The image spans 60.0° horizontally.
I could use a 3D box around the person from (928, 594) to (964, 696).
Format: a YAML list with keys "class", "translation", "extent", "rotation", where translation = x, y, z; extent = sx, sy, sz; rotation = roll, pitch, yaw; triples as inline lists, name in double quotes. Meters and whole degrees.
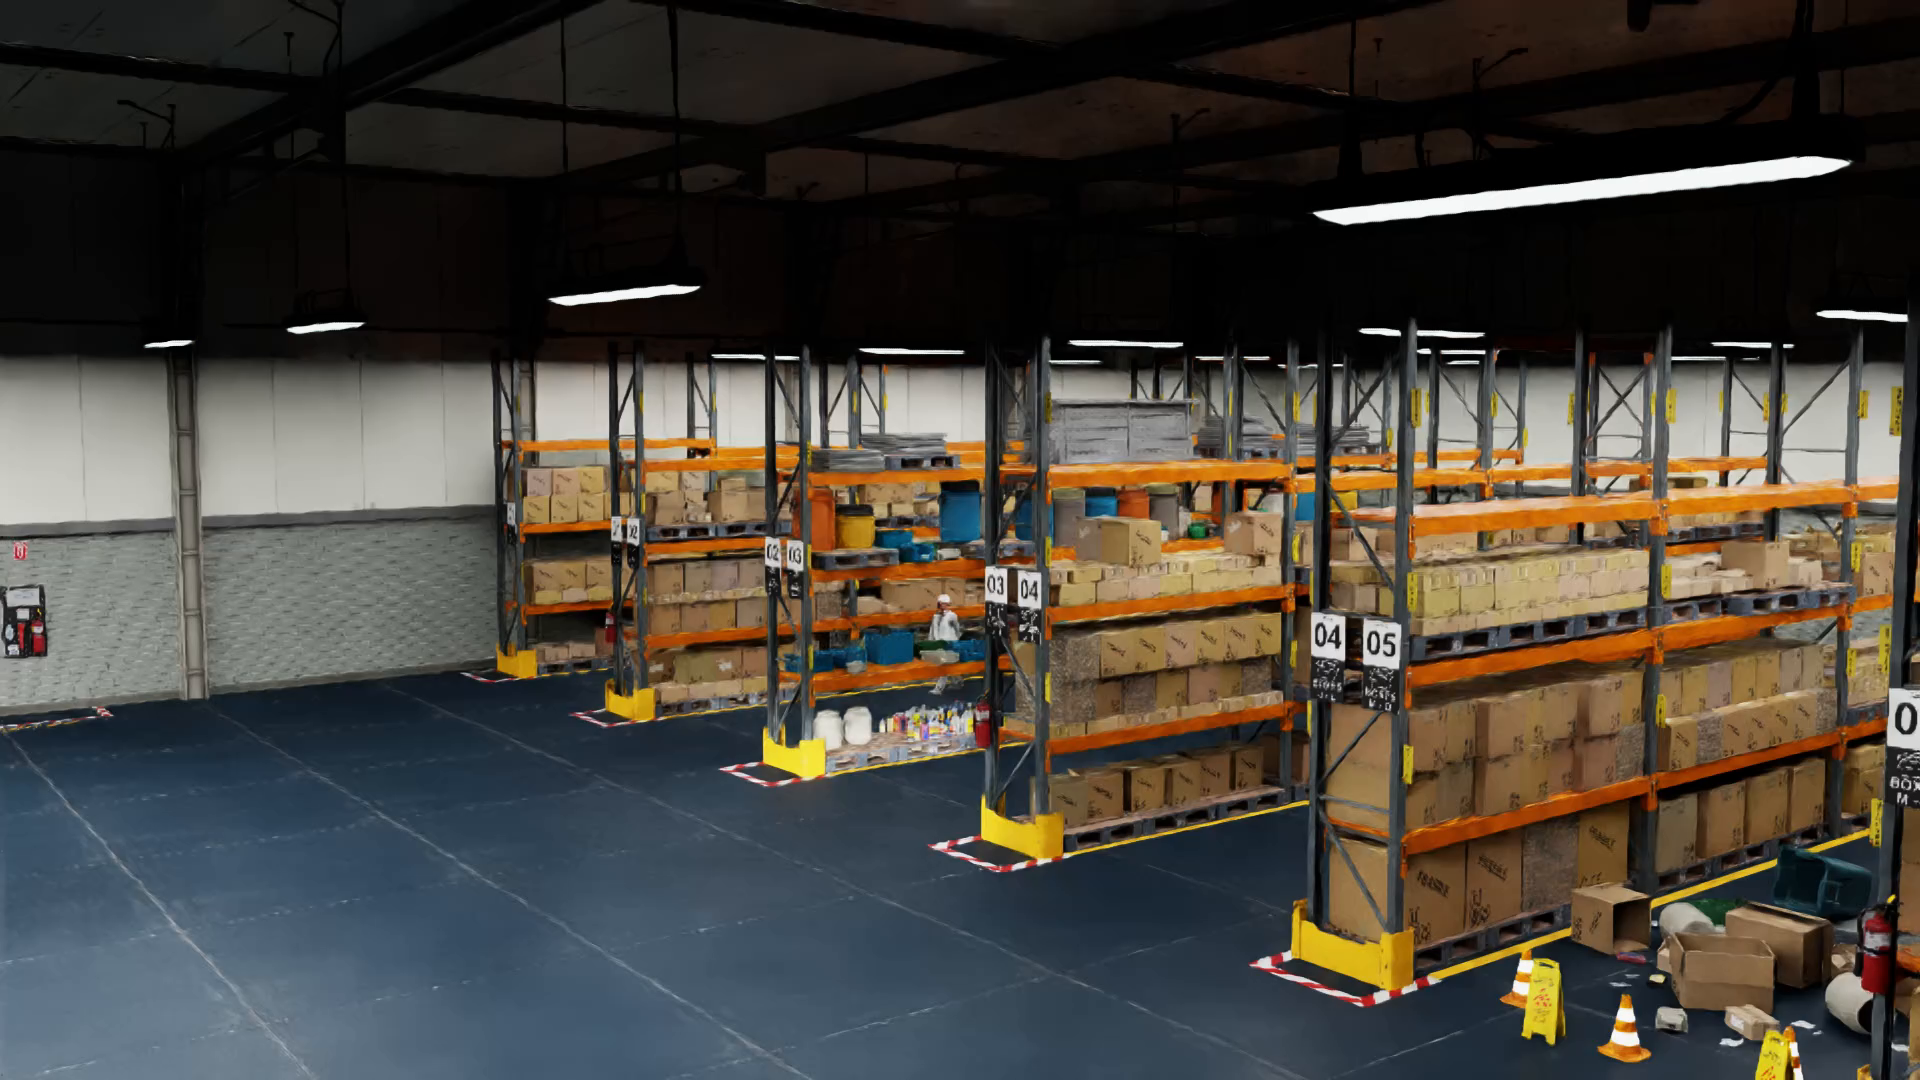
- class: "person"
  translation: [-0.271, 1.783, 28.673]
  extent: [1.026, 1.715, 0.538]
  rotation: [-5, 7, -44]
